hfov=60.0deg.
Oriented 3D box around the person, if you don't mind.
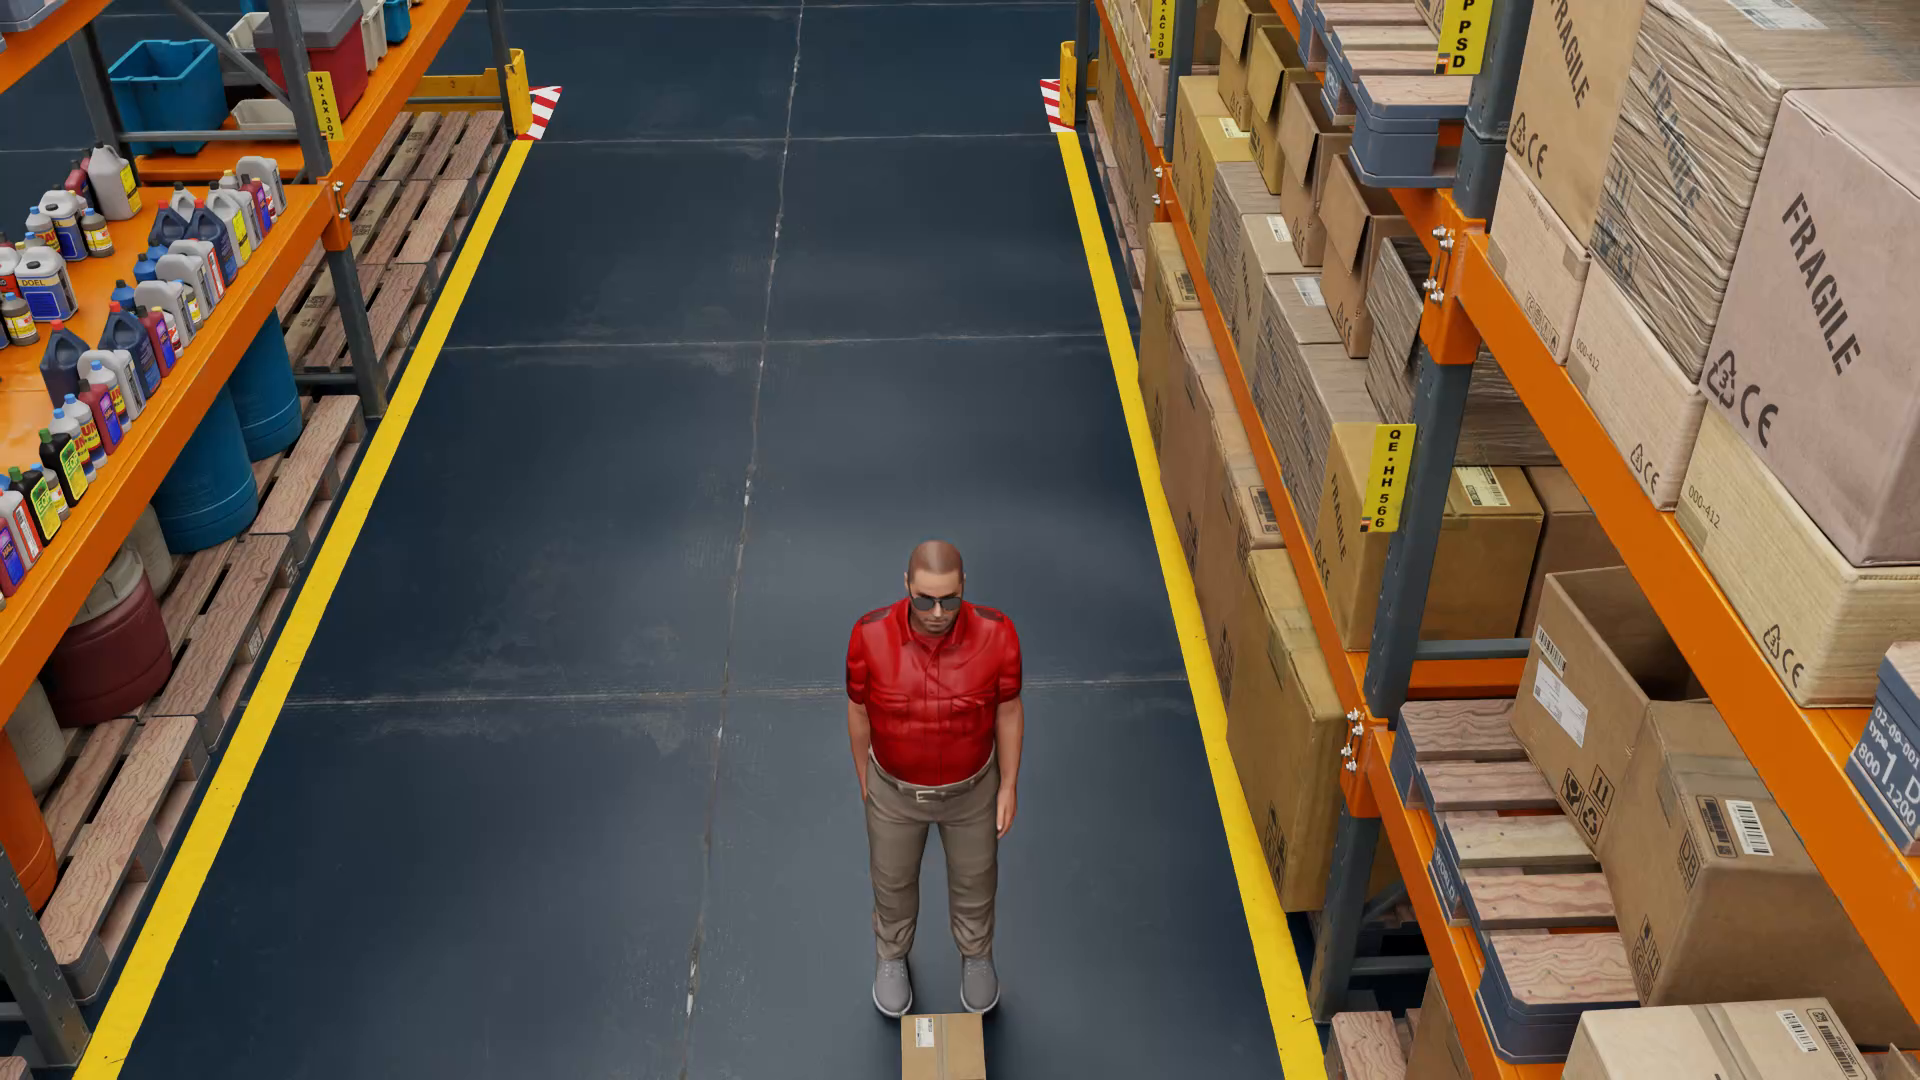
[{"bbox_3d":[-0.072,0.754,5.082,0.529,1.730,0.370,-1,35,-1],"label":"person"}]
